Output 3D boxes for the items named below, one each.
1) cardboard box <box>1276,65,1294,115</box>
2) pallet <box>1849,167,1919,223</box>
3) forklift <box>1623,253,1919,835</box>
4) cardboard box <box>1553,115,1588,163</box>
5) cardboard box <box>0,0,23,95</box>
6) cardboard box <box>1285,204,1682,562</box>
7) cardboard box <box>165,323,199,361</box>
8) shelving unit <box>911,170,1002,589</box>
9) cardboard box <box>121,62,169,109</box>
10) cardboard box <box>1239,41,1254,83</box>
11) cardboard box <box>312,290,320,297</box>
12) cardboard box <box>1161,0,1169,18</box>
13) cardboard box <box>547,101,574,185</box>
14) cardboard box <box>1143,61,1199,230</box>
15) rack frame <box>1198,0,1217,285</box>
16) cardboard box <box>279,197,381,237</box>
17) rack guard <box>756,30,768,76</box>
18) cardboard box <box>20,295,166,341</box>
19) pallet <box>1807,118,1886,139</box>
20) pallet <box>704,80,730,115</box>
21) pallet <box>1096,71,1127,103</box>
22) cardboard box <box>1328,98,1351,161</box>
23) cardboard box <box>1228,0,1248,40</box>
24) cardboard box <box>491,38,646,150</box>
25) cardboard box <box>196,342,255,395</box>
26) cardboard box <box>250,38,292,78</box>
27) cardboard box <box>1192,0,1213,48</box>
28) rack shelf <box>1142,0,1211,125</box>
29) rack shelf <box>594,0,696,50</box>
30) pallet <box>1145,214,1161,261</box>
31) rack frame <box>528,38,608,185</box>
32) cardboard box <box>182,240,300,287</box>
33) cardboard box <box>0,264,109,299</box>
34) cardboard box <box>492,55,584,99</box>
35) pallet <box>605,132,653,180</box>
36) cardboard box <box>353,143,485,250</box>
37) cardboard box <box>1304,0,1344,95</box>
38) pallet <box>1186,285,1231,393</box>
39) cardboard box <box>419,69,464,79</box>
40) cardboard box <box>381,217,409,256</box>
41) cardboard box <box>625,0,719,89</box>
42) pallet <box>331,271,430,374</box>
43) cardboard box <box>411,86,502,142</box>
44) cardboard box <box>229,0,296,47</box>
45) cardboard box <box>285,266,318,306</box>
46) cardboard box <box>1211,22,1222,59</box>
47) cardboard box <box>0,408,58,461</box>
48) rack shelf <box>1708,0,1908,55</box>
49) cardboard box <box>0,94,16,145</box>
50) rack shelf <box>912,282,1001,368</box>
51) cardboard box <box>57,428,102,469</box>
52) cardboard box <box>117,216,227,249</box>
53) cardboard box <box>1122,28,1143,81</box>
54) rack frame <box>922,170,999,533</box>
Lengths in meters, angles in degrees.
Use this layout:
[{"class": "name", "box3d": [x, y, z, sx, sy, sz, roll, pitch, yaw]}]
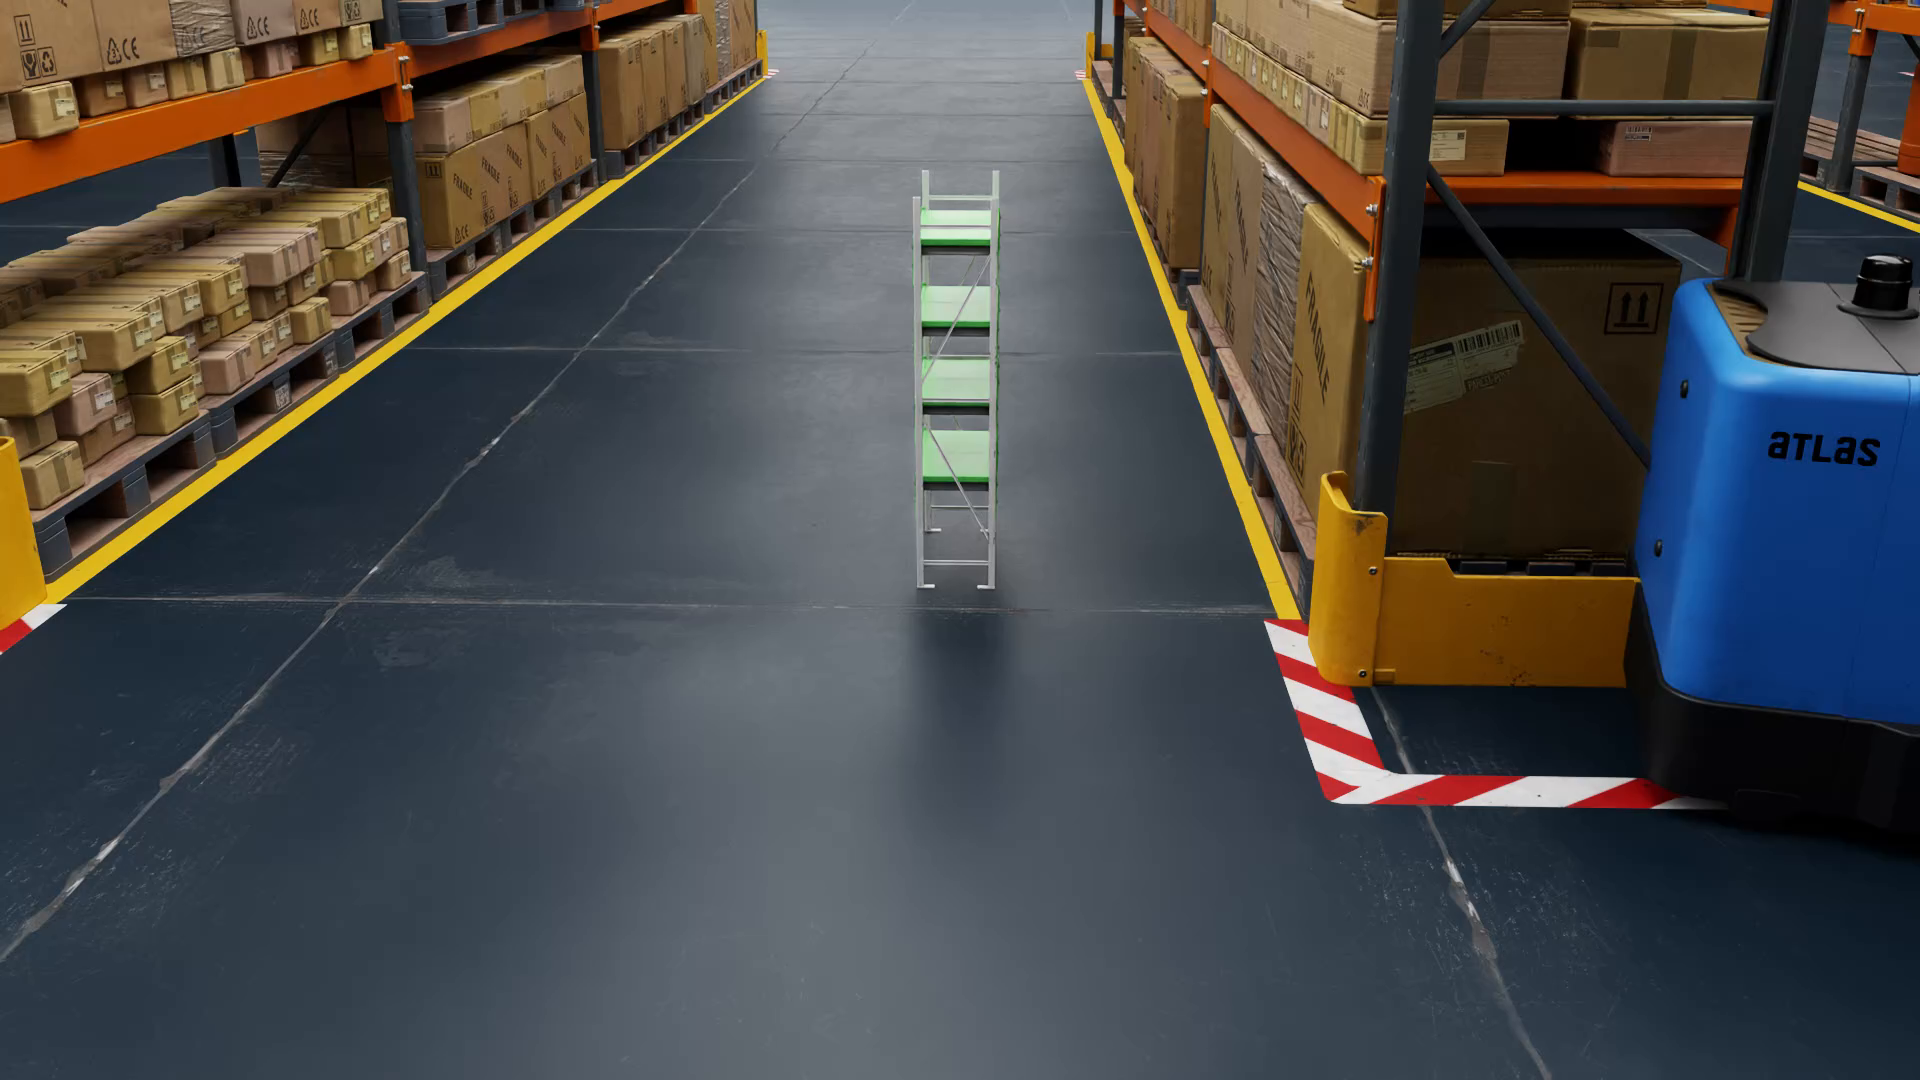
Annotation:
[{"class": "cardboard box", "box3d": [1.299, -1.544, 5.710, 0.380, 0.149, 0.250, 1, 21, 2]}, {"class": "pallet", "box3d": [6.792, -2.318, 11.212, 1.003, 0.211, 1.213, 1, 21, 2]}, {"class": "forklift", "box3d": [3.184, -0.748, 3.405, 3.031, 2.935, 1.130, 6, 22, 15]}, {"class": "cardboard box", "box3d": [1.927, -1.166, 4.736, 0.380, 0.149, 0.250, 0, 21, 1]}, {"class": "cardboard box", "box3d": [-3.085, -1.502, 4.703, 0.500, 0.500, 0.500, 2, 21, 4]}, {"class": "cardboard box", "box3d": [1.519, -0.503, 5.037, 0.875, 0.875, 0.875, 1, 21, 2]}, {"class": "cardboard box", "box3d": [-3.089, -0.725, 6.201, 0.380, 0.149, 0.250, 0, 21, -1]}, {"class": "shelving unit", "box3d": [-0.005, -0.500, 5.158, 0.258, 1.200, 0.503, 1, 21, 2]}, {"class": "cardboard box", "box3d": [-3.070, -1.625, 5.916, 0.380, 0.149, 0.250, 0, 21, 1]}, {"class": "cardboard box", "box3d": [1.331, -1.914, 6.662, 0.380, 0.149, 0.250, 0, 21, 1]}, {"class": "cardboard box", "box3d": [-3.089, -1.041, 7.427, 0.380, 0.149, 0.250, 0, 21, 0]}, {"class": "cardboard box", "box3d": [1.511, -3.461, 10.163, 0.500, 0.500, 0.500, 0, 21, 1]}, {"class": "cardboard box", "box3d": [-2.910, -2.652, 11.091, 0.500, 0.500, 0.500, 1, 21, 4]}, {"class": "cardboard box", "box3d": [1.727, -2.272, 9.595, 1.225, 0.875, 0.875, 0, 21, 0]}, {"class": "rack frame", "box3d": [1.702, -2.512, 7.857, 1.000, 3.000, 0.127, 1, 21, 2]}, {"class": "cardboard box", "box3d": [-2.972, -1.523, 7.846, 0.380, 0.149, 0.250, 1, 21, 2]}, {"class": "rack guard", "box3d": [-2.887, -5.785, 19.748, 1.175, 0.500, 0.348, 1, 21, 2]}, {"class": "cardboard box", "box3d": [-3.070, -0.768, 5.900, 0.380, 0.149, 0.250, 0, 21, -1]}, {"class": "pallet", "box3d": [6.876, -3.324, 13.803, 1.003, 0.211, 1.213, 1, 21, 2]}, {"class": "pallet", "box3d": [-2.908, -4.470, 16.757, 1.003, 0.211, 1.213, 1, 21, 2]}, {"class": "pallet", "box3d": [1.964, -4.790, 17.583, 1.003, 0.211, 1.213, 1, 21, 2]}, {"class": "cardboard box", "box3d": [1.268, -1.175, 4.758, 0.380, 0.149, 0.250, 1, 21, 2]}, {"class": "cardboard box", "box3d": [1.405, -2.234, 6.937, 0.500, 0.250, 0.500, 1, 21, 1]}, {"class": "cardboard box", "box3d": [-3.023, -3.416, 12.715, 1.050, 0.750, 0.750, 0, 21, 1]}, {"class": "cardboard box", "box3d": [-2.988, -0.669, 6.466, 0.380, 0.149, 0.250, 0, 21, -1]}, {"class": "cardboard box", "box3d": [-3.005, -1.999, 6.880, 0.380, 0.149, 0.250, 0, 21, -1]}, {"class": "cardboard box", "box3d": [1.443, -2.731, 8.282, 0.500, 0.500, 0.500, 1, 21, 2]}, {"class": "rack shelf", "box3d": [1.762, -2.900, 9.851, 1.077, 0.370, 4.000, 1, 21, 2]}, {"class": "rack shelf", "box3d": [-3.070, -4.437, 13.813, 1.077, 0.370, 4.000, 1, 21, 2]}, {"class": "pallet", "box3d": [1.684, -1.934, 10.222, 1.003, 0.211, 1.213, 1, 21, 2]}, {"class": "rack frame", "box3d": [-3.131, -4.050, 11.819, 1.000, 3.000, 0.127, 1, 21, 2]}, {"class": "cardboard box", "box3d": [-2.970, -1.144, 6.867, 0.380, 0.149, 0.250, 0, 21, 0]}, {"class": "cardboard box", "box3d": [-3.523, -0.965, 6.408, 0.380, 0.149, 0.250, 0, 21, 0]}, {"class": "cardboard box", "box3d": [-2.890, -3.179, 11.415, 0.500, 0.250, 0.500, 0, 21, 0]}, {"class": "pallet", "box3d": [-3.032, -3.034, 13.056, 1.003, 0.211, 1.213, 1, 21, 2]}, {"class": "cardboard box", "box3d": [-2.965, -1.898, 9.149, 0.500, 0.500, 0.500, 1, 21, 4]}, {"class": "cardboard box", "box3d": [1.346, -1.496, 5.035, 0.500, 0.250, 0.500, 0, 21, 1]}, {"class": "pallet", "box3d": [1.600, -0.938, 7.655, 1.003, 0.211, 1.213, 1, 21, 2]}, {"class": "cardboard box", "box3d": [-3.438, -2.821, 10.491, 0.500, 0.250, 0.500, 1, 21, 2]}, {"class": "cardboard box", "box3d": [-2.945, -1.491, 8.175, 0.380, 0.149, 0.250, 1, 21, 3]}, {"class": "cardboard box", "box3d": [-2.921, -4.928, 16.439, 0.875, 0.875, 0.875, 1, 21, 2]}, {"class": "pallet", "box3d": [-3.238, -1.060, 7.969, 1.003, 0.211, 1.213, 1, 21, 2]}, {"class": "cardboard box", "box3d": [-2.953, -2.440, 9.510, 0.500, 0.250, 0.500, 1, 21, 3]}, {"class": "cardboard box", "box3d": [-3.019, -2.243, 6.614, 0.500, 0.500, 0.500, 1, 21, 1]}, {"class": "cardboard box", "box3d": [-3.025, -1.114, 7.203, 0.380, 0.149, 0.250, 1, 21, 3]}, {"class": "cardboard box", "box3d": [1.360, -2.292, 7.636, 0.380, 0.149, 0.250, 1, 21, 2]}, {"class": "cardboard box", "box3d": [-3.102, -0.349, 5.231, 0.380, 0.149, 0.250, 2, 21, 4]}, {"class": "rack shelf", "box3d": [6.835, -4.292, 13.438, 1.077, 0.370, 4.000, 1, 21, 2]}, {"class": "cardboard box", "box3d": [-3.071, -1.246, 4.941, 0.380, 0.149, 0.250, 1, 21, 4]}, {"class": "rack shelf", "box3d": [-0.005, -0.664, 5.094, 0.258, 0.148, 0.480, 1, 21, 2]}, {"class": "cardboard box", "box3d": [-3.113, -0.305, 5.529, 0.380, 0.149, 0.250, 1, 21, 1]}, {"class": "cardboard box", "box3d": [-3.482, -1.340, 7.373, 0.380, 0.149, 0.250, 0, 21, 0]}, {"class": "cardboard box", "box3d": [1.947, -5.012, 17.174, 0.500, 0.500, 0.500, -1, 21, -3]}, {"class": "rack frame", "box3d": [0.002, -0.588, 5.385, 0.240, 1.200, 0.015, 1, 21, 2]}]
